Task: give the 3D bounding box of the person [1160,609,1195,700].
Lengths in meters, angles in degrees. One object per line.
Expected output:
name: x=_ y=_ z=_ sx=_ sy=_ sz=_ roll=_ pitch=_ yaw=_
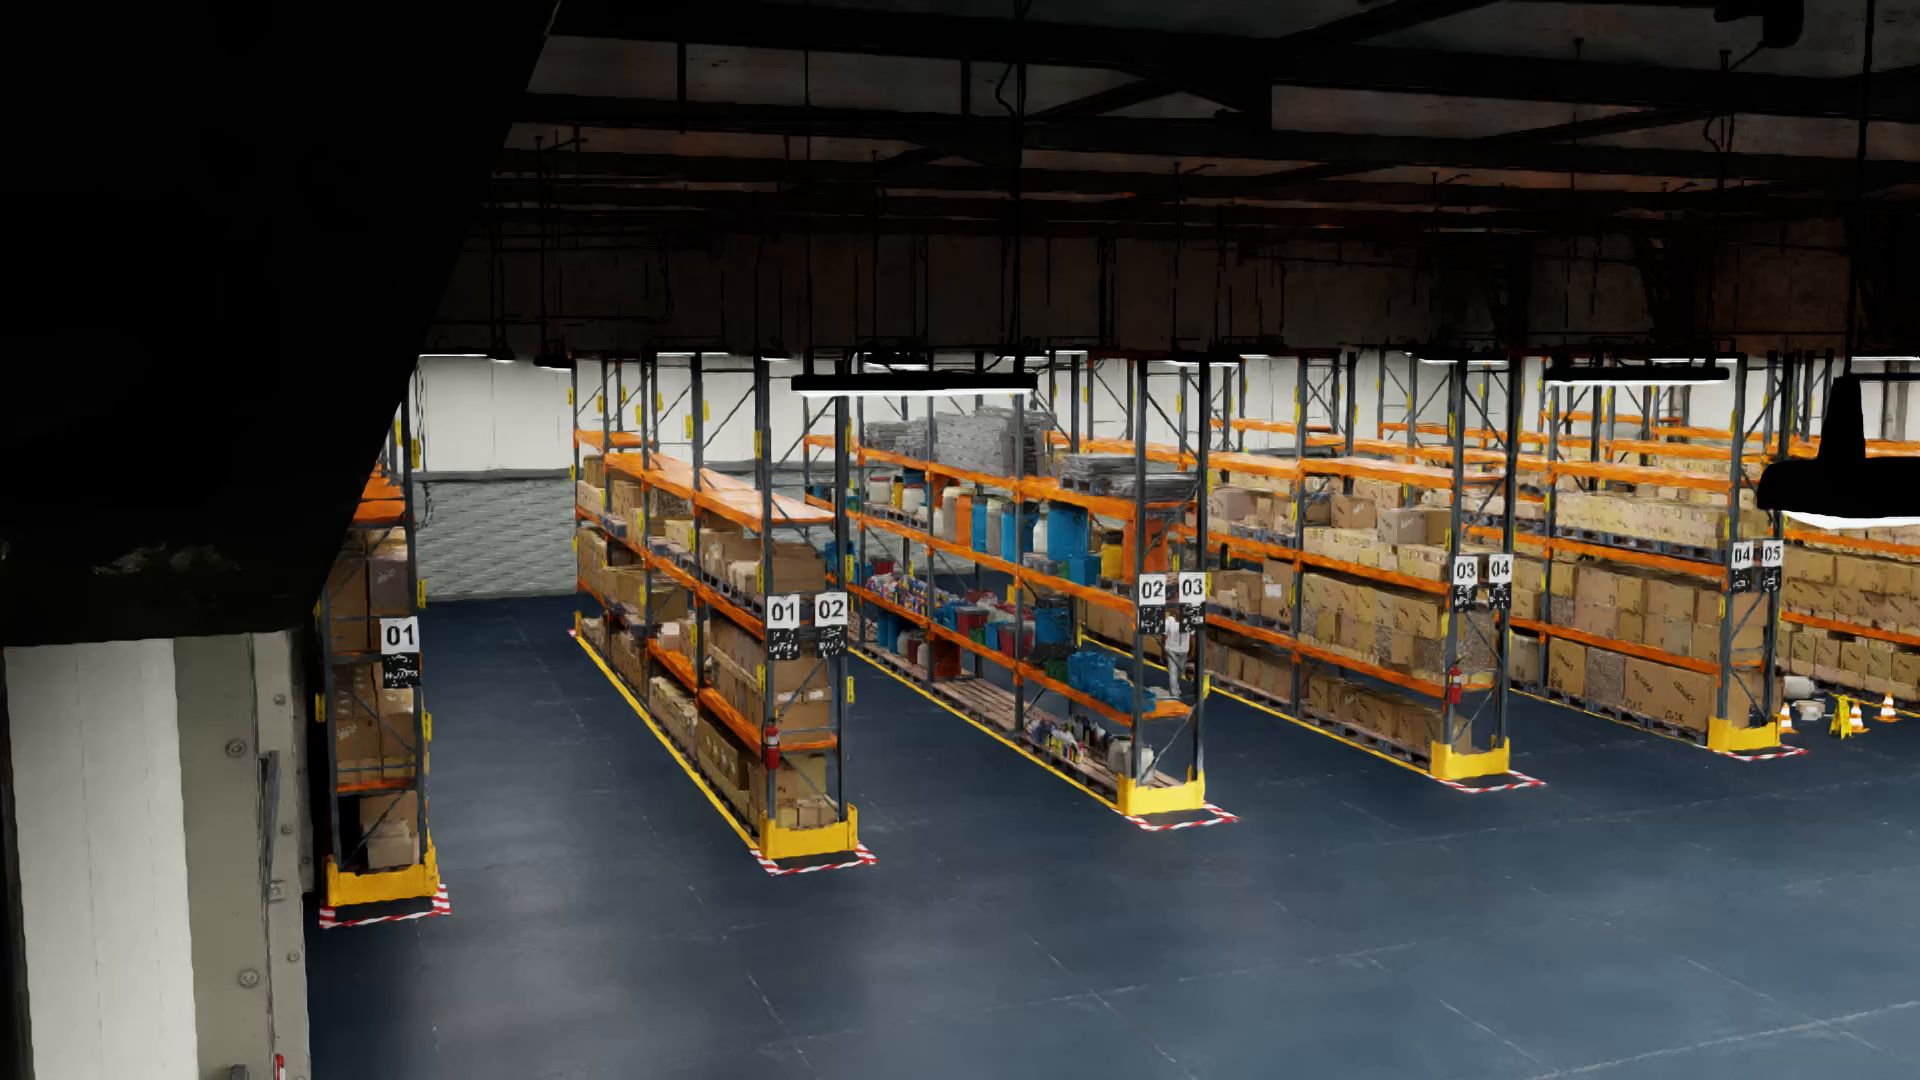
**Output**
person: x=3.804 y=1.893 z=28.849 sx=0.571 sy=1.706 sz=1.042 roll=-1 pitch=7 yaw=-11
